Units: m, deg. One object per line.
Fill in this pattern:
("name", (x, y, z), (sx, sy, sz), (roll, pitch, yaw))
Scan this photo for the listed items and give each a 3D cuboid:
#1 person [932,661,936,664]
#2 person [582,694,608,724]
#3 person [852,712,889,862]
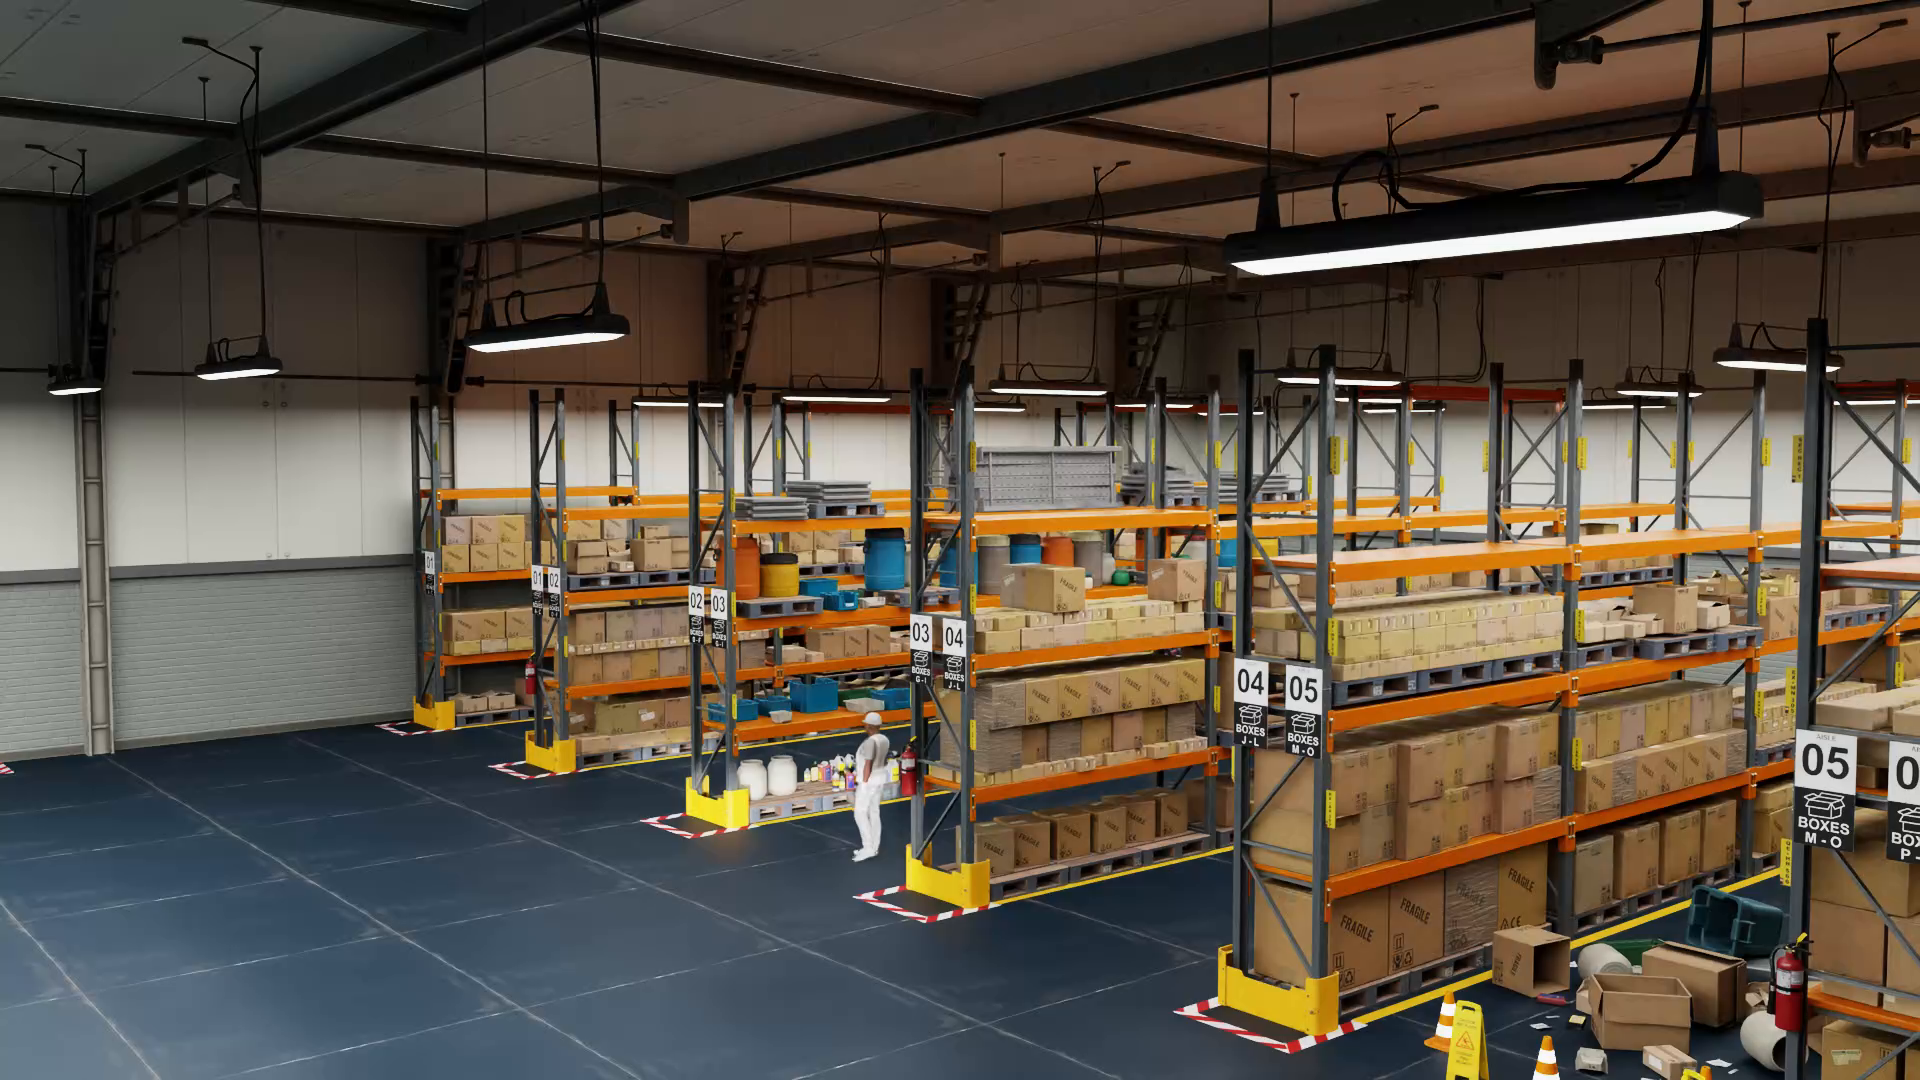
("person", (-0.589, 2.285, 35.646), (0.407, 1.540, 0.823), (3, 5, 44))
("person", (-6.298, 2.633, 28.706), (0.504, 1.682, 0.362), (-3, 4, -38))
("person", (-1.131, 3.059, 20.715), (0.394, 1.828, 0.617), (1, 4, 21))
